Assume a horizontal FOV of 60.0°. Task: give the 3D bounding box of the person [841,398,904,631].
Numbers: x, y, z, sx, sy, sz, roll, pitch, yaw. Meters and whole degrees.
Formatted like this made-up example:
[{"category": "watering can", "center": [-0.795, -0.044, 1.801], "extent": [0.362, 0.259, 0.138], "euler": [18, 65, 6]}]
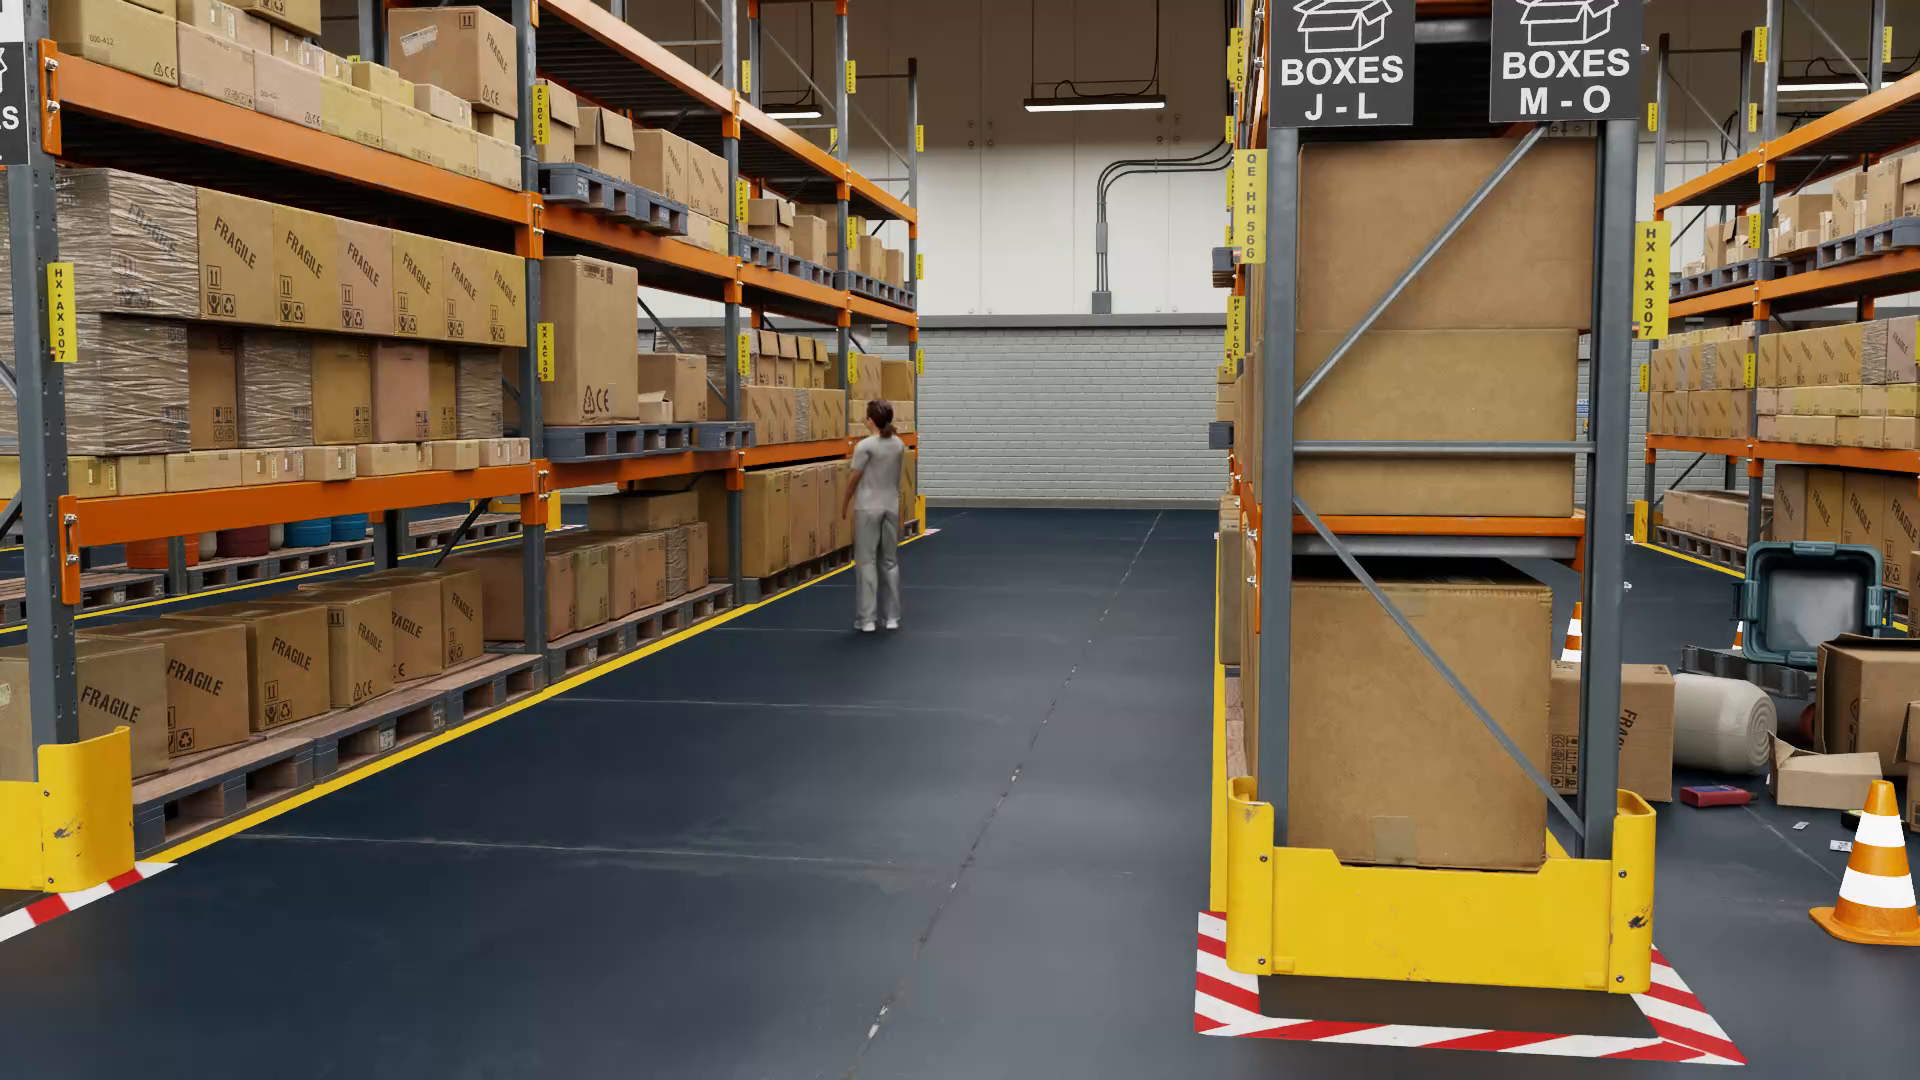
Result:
[{"category": "person", "center": [-0.607, -0.184, 12.035], "extent": [0.529, 1.682, 0.464], "euler": [-4, 6, -40]}]
